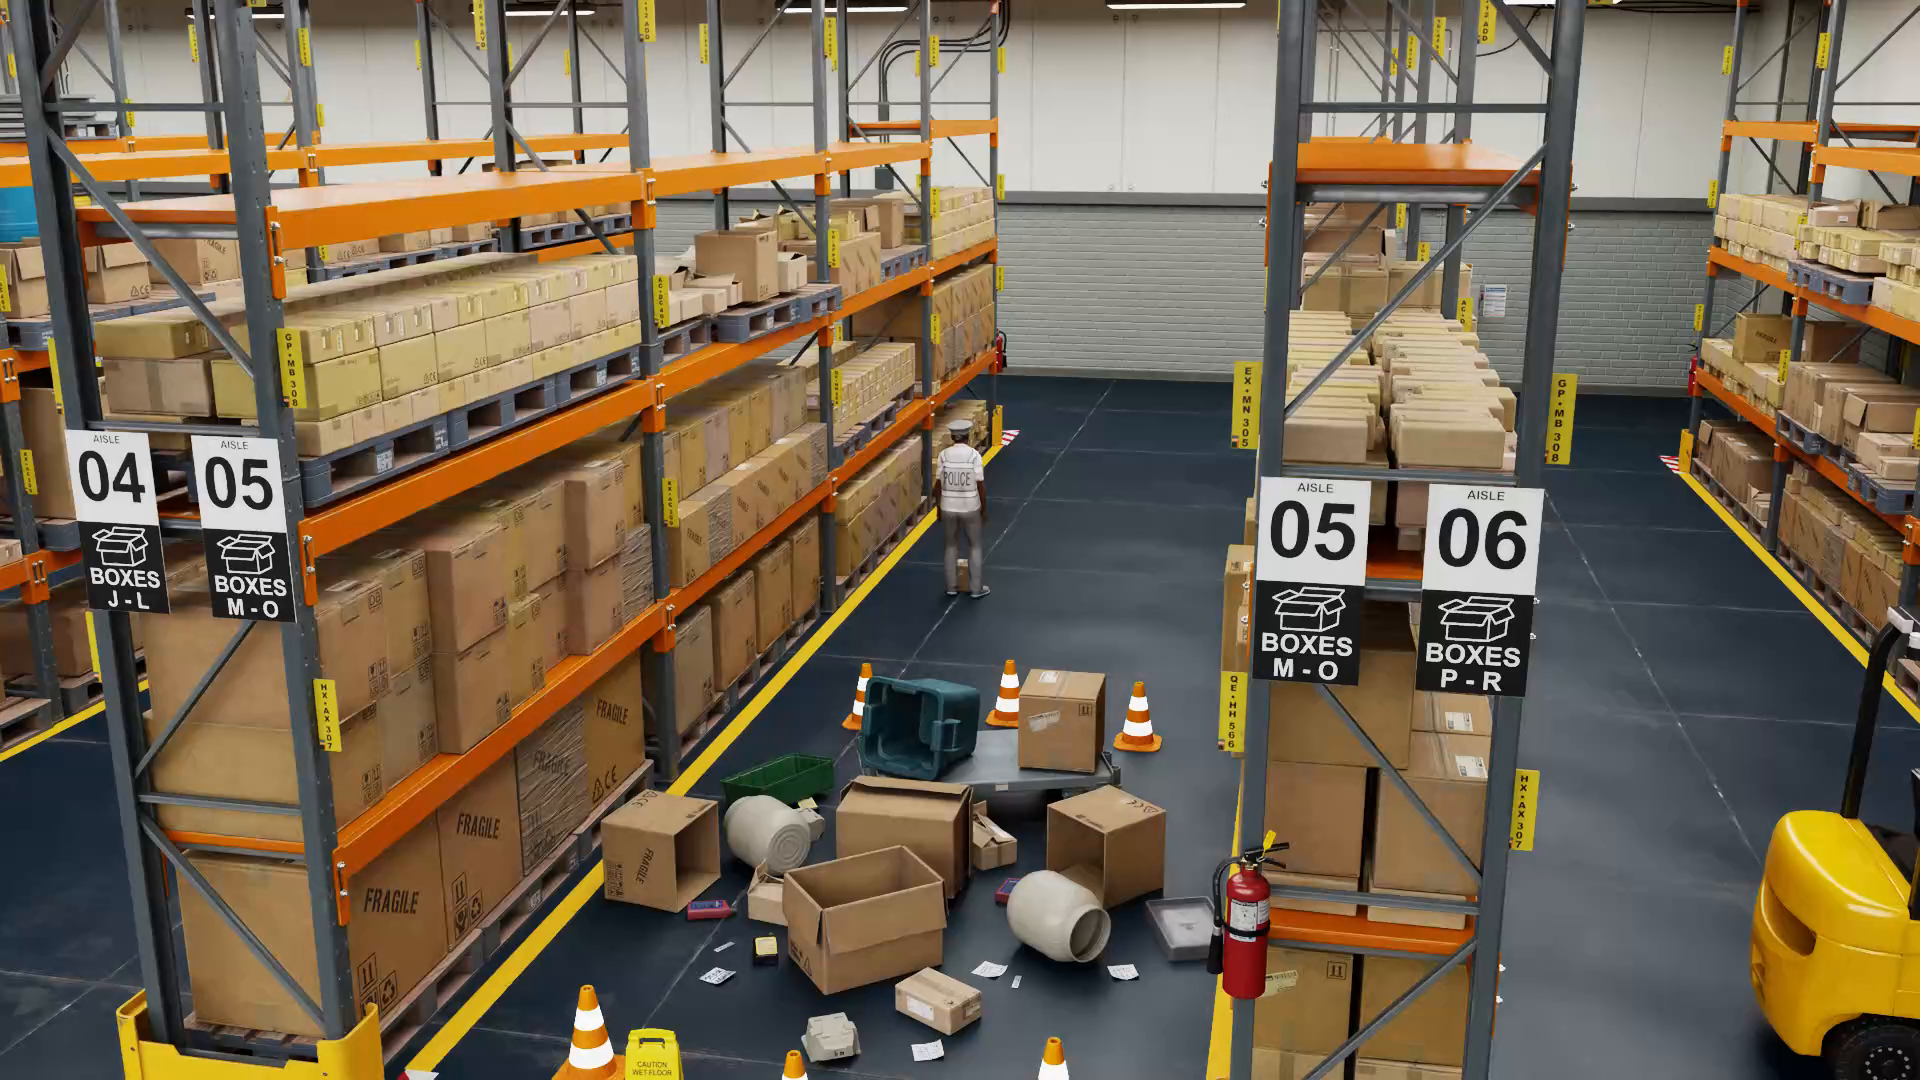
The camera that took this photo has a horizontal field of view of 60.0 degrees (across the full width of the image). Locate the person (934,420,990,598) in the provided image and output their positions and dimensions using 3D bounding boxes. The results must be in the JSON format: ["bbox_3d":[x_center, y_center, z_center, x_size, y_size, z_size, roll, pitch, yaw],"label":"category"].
[{"bbox_3d":[0.017,-0.283,15.591,0.503,1.656,0.421,3,15,11],"label":"person"}]
